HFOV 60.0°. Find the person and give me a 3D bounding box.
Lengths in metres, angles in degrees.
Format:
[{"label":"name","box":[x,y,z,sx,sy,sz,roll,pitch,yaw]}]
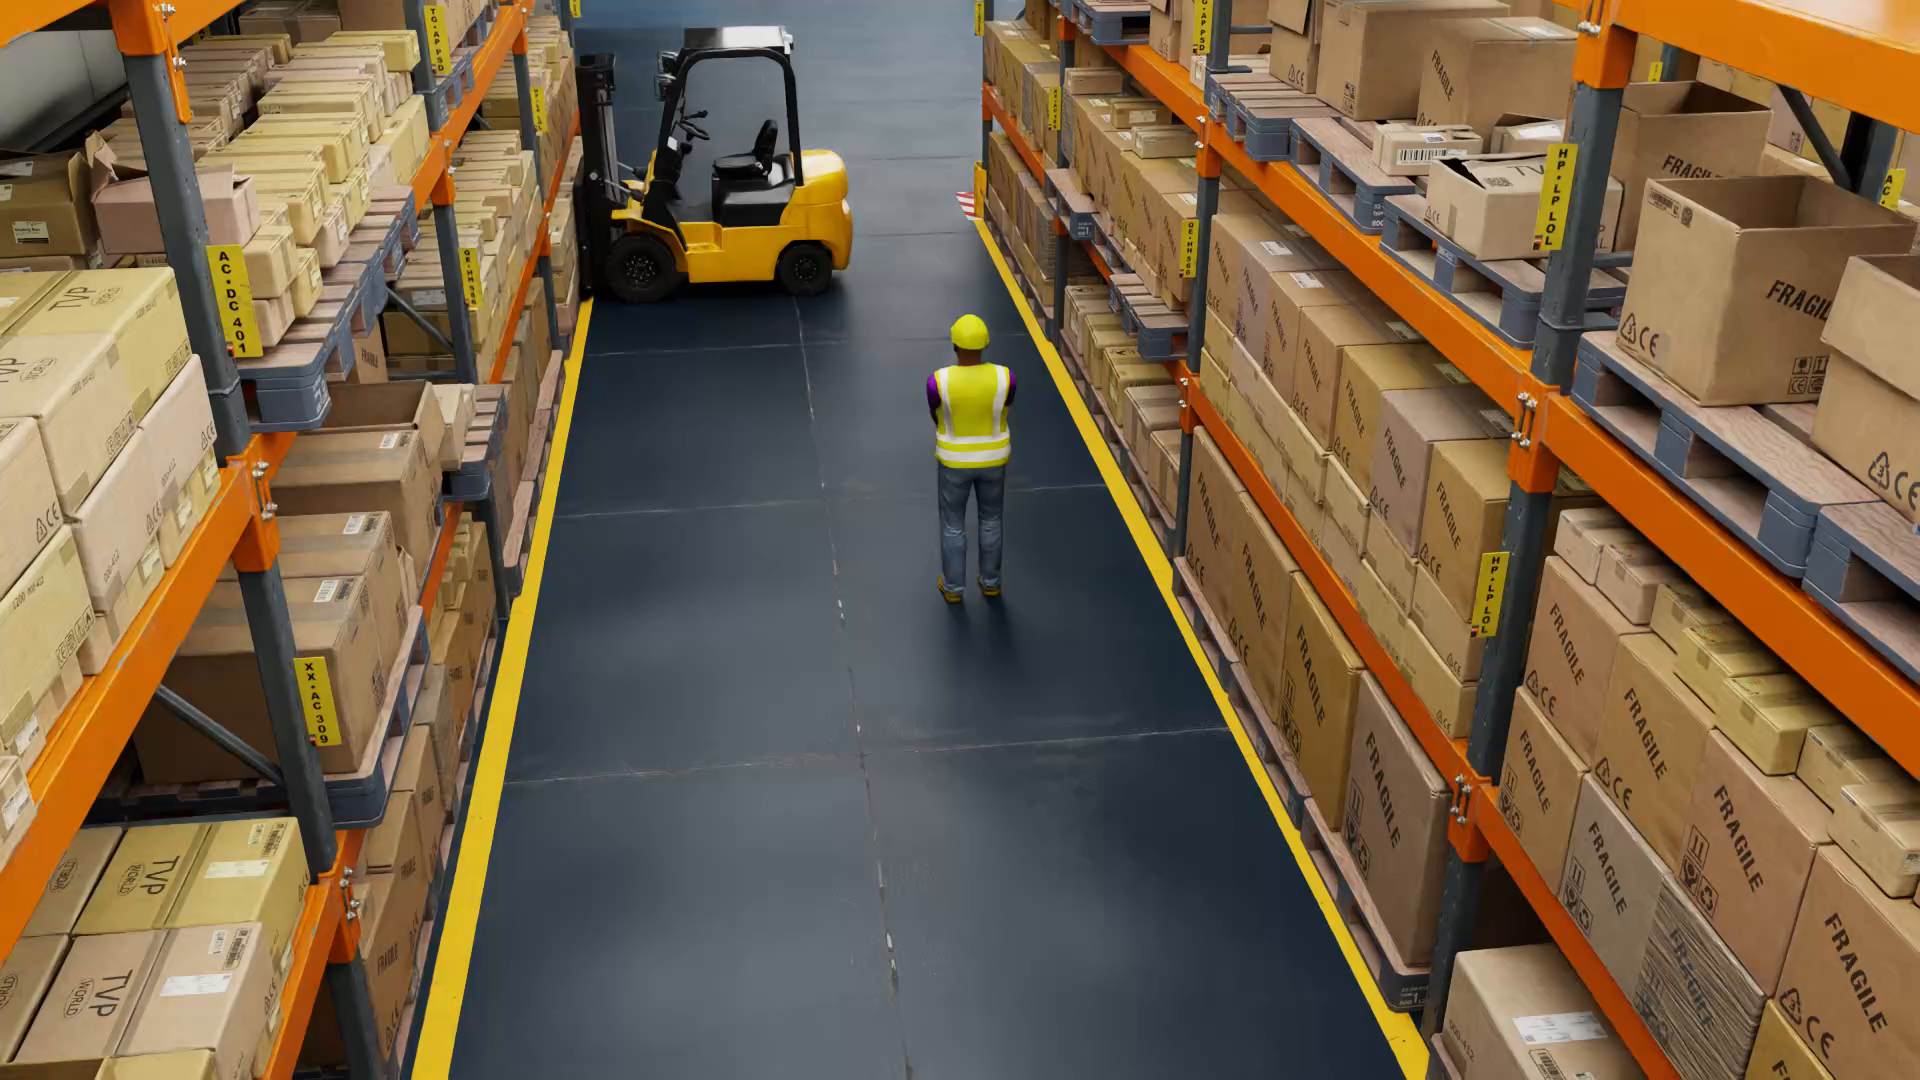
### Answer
[{"label":"person","box":[0.048,-0.506,9.591,0.504,1.760,0.583,-3,27,-6]}]
